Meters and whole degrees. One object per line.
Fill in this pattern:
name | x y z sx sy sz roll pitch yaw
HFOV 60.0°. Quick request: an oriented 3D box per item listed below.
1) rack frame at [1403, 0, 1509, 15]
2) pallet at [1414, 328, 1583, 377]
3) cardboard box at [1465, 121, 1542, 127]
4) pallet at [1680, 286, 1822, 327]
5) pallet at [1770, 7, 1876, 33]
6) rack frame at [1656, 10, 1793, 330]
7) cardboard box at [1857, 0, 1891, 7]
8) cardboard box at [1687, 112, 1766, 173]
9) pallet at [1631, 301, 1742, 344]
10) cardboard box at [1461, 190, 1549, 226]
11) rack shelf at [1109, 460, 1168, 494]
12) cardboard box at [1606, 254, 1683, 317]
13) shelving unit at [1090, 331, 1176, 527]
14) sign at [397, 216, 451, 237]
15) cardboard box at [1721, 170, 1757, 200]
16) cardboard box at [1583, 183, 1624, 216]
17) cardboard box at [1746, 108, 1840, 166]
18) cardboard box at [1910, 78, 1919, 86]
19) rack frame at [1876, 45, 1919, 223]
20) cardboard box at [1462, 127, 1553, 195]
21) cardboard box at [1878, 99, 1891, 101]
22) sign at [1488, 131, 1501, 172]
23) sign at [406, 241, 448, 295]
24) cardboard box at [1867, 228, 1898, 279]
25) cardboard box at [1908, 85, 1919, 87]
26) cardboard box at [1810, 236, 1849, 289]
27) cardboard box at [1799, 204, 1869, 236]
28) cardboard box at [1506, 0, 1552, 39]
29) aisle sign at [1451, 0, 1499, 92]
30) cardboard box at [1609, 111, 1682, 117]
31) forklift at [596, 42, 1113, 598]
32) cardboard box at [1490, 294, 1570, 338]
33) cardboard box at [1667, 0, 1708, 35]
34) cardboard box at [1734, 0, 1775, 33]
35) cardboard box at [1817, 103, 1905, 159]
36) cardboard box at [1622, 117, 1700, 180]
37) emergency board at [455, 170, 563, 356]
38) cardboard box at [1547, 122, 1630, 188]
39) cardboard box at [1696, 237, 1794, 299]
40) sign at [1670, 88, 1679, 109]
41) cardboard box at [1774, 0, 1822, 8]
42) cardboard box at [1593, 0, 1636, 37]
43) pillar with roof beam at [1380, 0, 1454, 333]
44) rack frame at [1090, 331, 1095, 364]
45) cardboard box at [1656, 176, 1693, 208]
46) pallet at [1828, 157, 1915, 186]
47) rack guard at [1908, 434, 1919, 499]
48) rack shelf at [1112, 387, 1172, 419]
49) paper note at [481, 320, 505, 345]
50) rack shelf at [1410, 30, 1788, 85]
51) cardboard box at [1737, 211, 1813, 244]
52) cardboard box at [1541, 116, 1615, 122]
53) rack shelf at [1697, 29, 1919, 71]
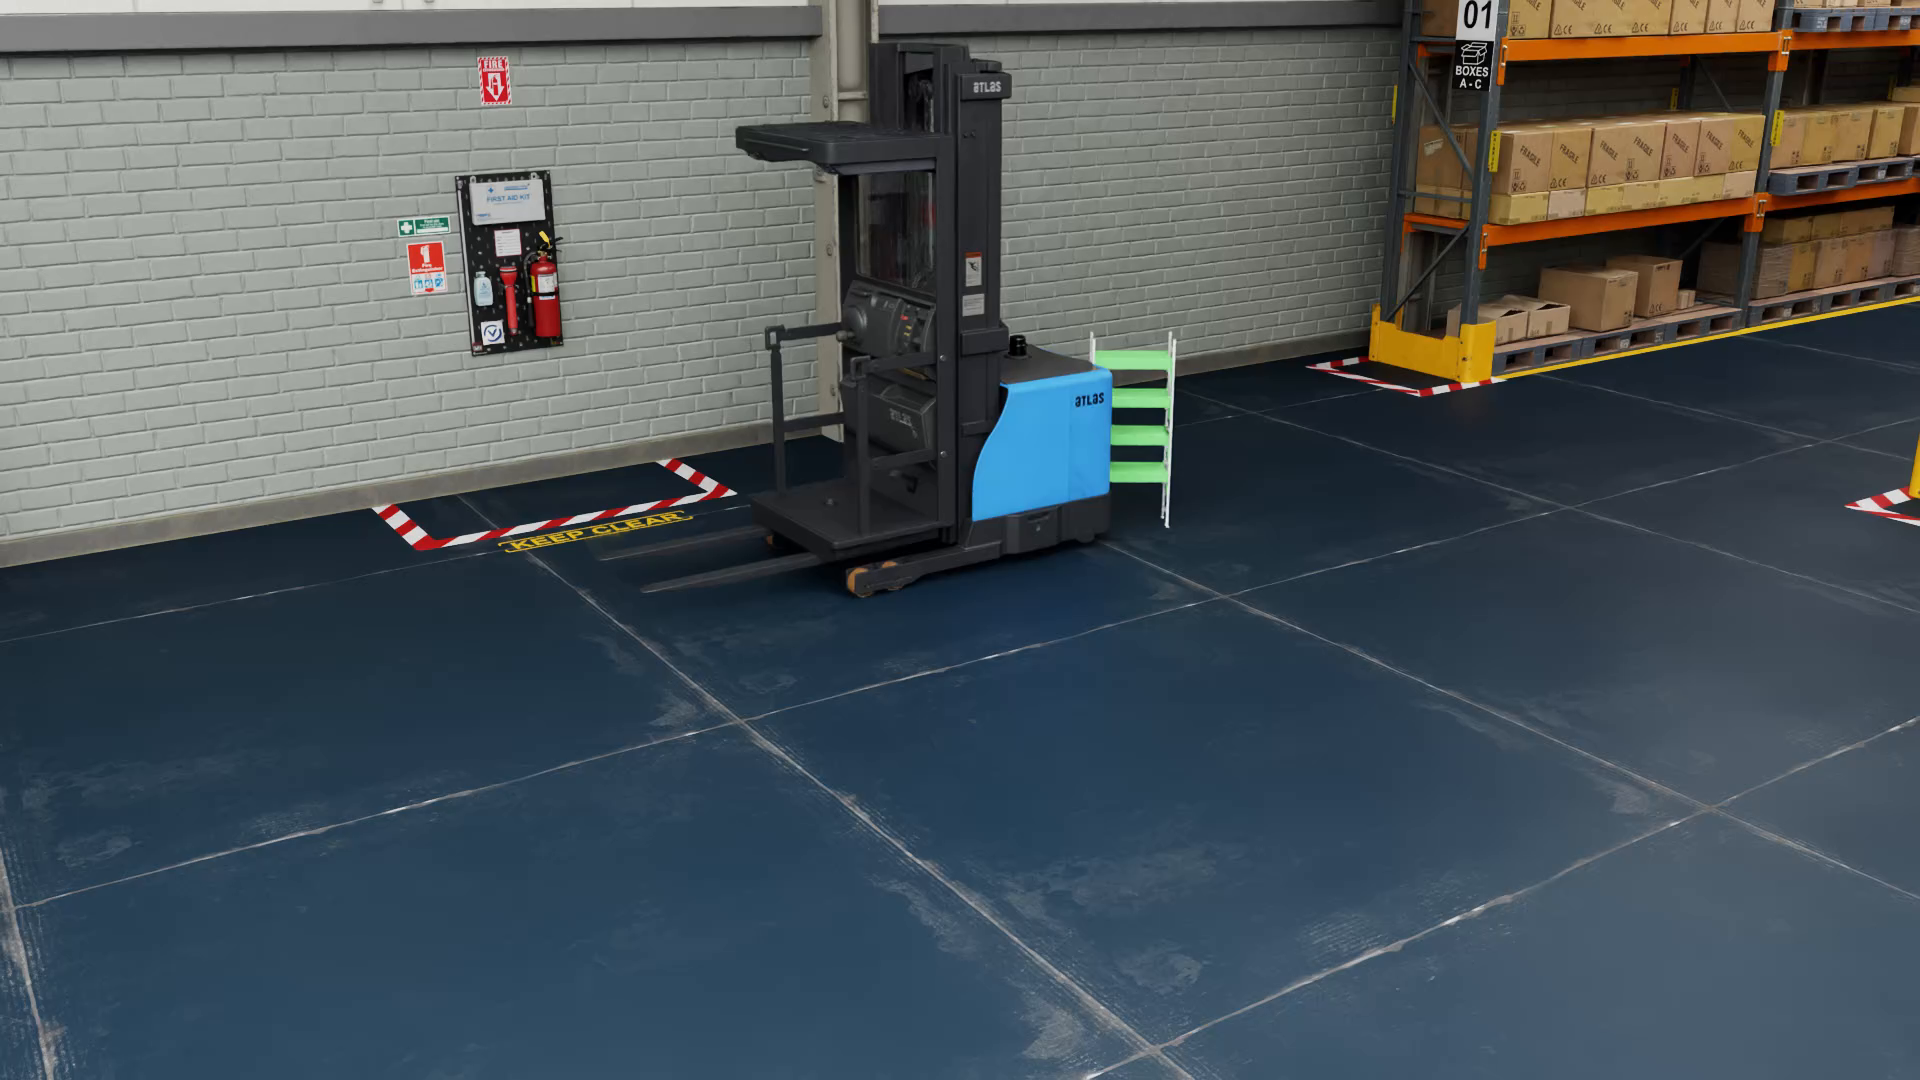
rack frame | 4.085 -5.769 13.260 0.127 3.000 1.000 -12 22 -31
pallet | 4.847 -1.753 15.102 1.213 0.211 1.003 -12 22 -31
cardboard box | 4.788 -3.447 14.789 0.500 0.500 0.500 -12 22 -31
pallet | 8.075 -2.449 17.158 1.213 0.211 1.003 -12 22 -31
pallet | 8.000 -5.044 16.091 1.003 0.211 1.213 -12 22 -31
rack frame | 7.426 -3.632 16.304 0.127 3.000 1.000 -12 22 -31
cardboard box | 8.957 -5.591 16.605 0.500 0.500 0.500 -13 23 -33
cardboard box | 7.201 -3.760 15.714 0.500 0.500 0.500 -12 22 -32
pallet | 6.885 -2.183 16.373 1.213 0.211 1.003 -12 22 -31
cardboard box | 4.668 -2.867 14.244 0.500 0.250 0.500 -13 22 -33
rack shelf | 1.061 -0.400 10.502 0.480 0.148 0.258 0 19 1
cardboard box | 6.581 -2.463 16.062 0.500 0.500 0.500 -14 23 -35
shelving unit | 1.061 -0.688 10.405 0.503 1.200 0.258 0 19 1
sign | -3.412 -1.997 10.584 0.331 0.109 0.001 -12 22 -31
cardboard box | 7.197 -3.406 15.839 0.500 0.250 0.500 -12 22 -31
cardboard box | 5.522 -3.050 14.787 0.500 0.250 0.500 -12 22 -32
cardboard box | 8.341 -4.065 16.742 0.500 0.500 0.700 -9 21 -26
cardboard box | 11.003 -5.039 18.643 0.500 0.250 0.500 -11 22 -30
rack frame | 10.767 -4.337 18.388 0.127 3.000 1.000 -12 22 -31
cardboard box | 4.649 -3.225 14.132 0.500 0.500 0.500 -12 22 -31
cardboard box | 10.380 -4.507 18.049 0.500 0.500 0.700 -15 24 -38
sign | 4.384 -3.192 13.653 0.005 0.325 0.100 -12 22 -31
sign | -3.420 -1.747 10.674 0.234 0.329 0.001 -12 22 -31
cardboard box | 9.700 -3.160 18.126 0.500 0.500 0.700 -12 22 -31
cardboard box | 10.495 -4.831 17.995 0.250 0.149 0.380 -16 24 -38
cardboard box | 8.884 -2.974 17.574 0.500 0.500 0.700 -12 22 -31
cardboard box | 9.257 -3.400 17.663 0.500 0.250 0.500 -12 22 -32
cardboard box | 4.502 -4.397 13.697 0.500 0.500 0.500 -11 22 -30
aisle sign | 4.190 -4.066 13.529 0.004 0.787 0.394 -12 22 -31
cardboard box | 6.485 -3.809 15.859 0.500 0.500 0.500 -12 22 -32
forklift | -0.585 -1.258 9.389 3.031 2.935 1.130 -12 22 -32
cardboard box | 5.189 -2.060 15.167 0.500 0.311 0.500 -10 21 -27
cardboard box | 6.269 -4.761 14.774 0.500 0.500 0.500 -13 23 -33
cardboard box | 7.138 -4.954 15.345 0.500 0.500 0.500 -11 22 -30
cardboard box | 9.351 -4.281 17.382 0.500 0.500 0.700 -12 22 -31
cardboard box | 6.361 -3.584 15.196 0.500 0.500 0.500 -13 22 -33
emergency board | -2.902 -1.800 10.886 0.643 1.169 0.194 -12 22 -31
cardboard box | 5.503 -3.399 14.646 0.500 0.500 0.500 -13 22 -33
cardboard box | 8.032 -2.790 17.031 0.500 0.500 0.700 -11 22 -30
sign | 7.118 -4.328 16.556 0.005 0.325 0.100 -12 22 -31
cardboard box | 7.927 -5.374 15.962 0.500 0.500 0.500 -9 20 -24
cardboard box | 5.402 -4.575 14.222 0.500 0.500 0.500 -11 21 -29
pillar with roof beam | 6.562 -4.973 10.903 0.400 9.000 9.100 -12 22 -31
rack frame | 0.817 -0.689 10.408 0.015 1.200 0.240 0 19 1
cardboard box | 6.365 -3.228 15.311 0.500 0.250 0.500 -12 22 -32
pallet | 9.136 -3.886 17.355 1.213 0.211 1.003 -12 22 -31
rack guard | 6.793 -0.415 10.691 0.348 0.500 1.175 -12 22 -31
rack shelf | 1.061 -0.854 10.349 0.480 0.148 0.258 0 19 1
paper note | -3.088 -1.370 10.989 0.142 0.148 0.016 -12 22 -31
rack shelf | 5.756 -4.360 14.897 4.000 0.370 1.077 -12 22 -31
cardboard box | 8.398 -3.224 17.143 0.500 0.250 0.500 -12 22 -33
cardboard box | 5.638 -3.628 15.324 0.500 0.500 0.500 -12 22 -31
rack shelf | 9.096 -5.064 16.981 4.000 0.370 1.077 -12 22 -31
